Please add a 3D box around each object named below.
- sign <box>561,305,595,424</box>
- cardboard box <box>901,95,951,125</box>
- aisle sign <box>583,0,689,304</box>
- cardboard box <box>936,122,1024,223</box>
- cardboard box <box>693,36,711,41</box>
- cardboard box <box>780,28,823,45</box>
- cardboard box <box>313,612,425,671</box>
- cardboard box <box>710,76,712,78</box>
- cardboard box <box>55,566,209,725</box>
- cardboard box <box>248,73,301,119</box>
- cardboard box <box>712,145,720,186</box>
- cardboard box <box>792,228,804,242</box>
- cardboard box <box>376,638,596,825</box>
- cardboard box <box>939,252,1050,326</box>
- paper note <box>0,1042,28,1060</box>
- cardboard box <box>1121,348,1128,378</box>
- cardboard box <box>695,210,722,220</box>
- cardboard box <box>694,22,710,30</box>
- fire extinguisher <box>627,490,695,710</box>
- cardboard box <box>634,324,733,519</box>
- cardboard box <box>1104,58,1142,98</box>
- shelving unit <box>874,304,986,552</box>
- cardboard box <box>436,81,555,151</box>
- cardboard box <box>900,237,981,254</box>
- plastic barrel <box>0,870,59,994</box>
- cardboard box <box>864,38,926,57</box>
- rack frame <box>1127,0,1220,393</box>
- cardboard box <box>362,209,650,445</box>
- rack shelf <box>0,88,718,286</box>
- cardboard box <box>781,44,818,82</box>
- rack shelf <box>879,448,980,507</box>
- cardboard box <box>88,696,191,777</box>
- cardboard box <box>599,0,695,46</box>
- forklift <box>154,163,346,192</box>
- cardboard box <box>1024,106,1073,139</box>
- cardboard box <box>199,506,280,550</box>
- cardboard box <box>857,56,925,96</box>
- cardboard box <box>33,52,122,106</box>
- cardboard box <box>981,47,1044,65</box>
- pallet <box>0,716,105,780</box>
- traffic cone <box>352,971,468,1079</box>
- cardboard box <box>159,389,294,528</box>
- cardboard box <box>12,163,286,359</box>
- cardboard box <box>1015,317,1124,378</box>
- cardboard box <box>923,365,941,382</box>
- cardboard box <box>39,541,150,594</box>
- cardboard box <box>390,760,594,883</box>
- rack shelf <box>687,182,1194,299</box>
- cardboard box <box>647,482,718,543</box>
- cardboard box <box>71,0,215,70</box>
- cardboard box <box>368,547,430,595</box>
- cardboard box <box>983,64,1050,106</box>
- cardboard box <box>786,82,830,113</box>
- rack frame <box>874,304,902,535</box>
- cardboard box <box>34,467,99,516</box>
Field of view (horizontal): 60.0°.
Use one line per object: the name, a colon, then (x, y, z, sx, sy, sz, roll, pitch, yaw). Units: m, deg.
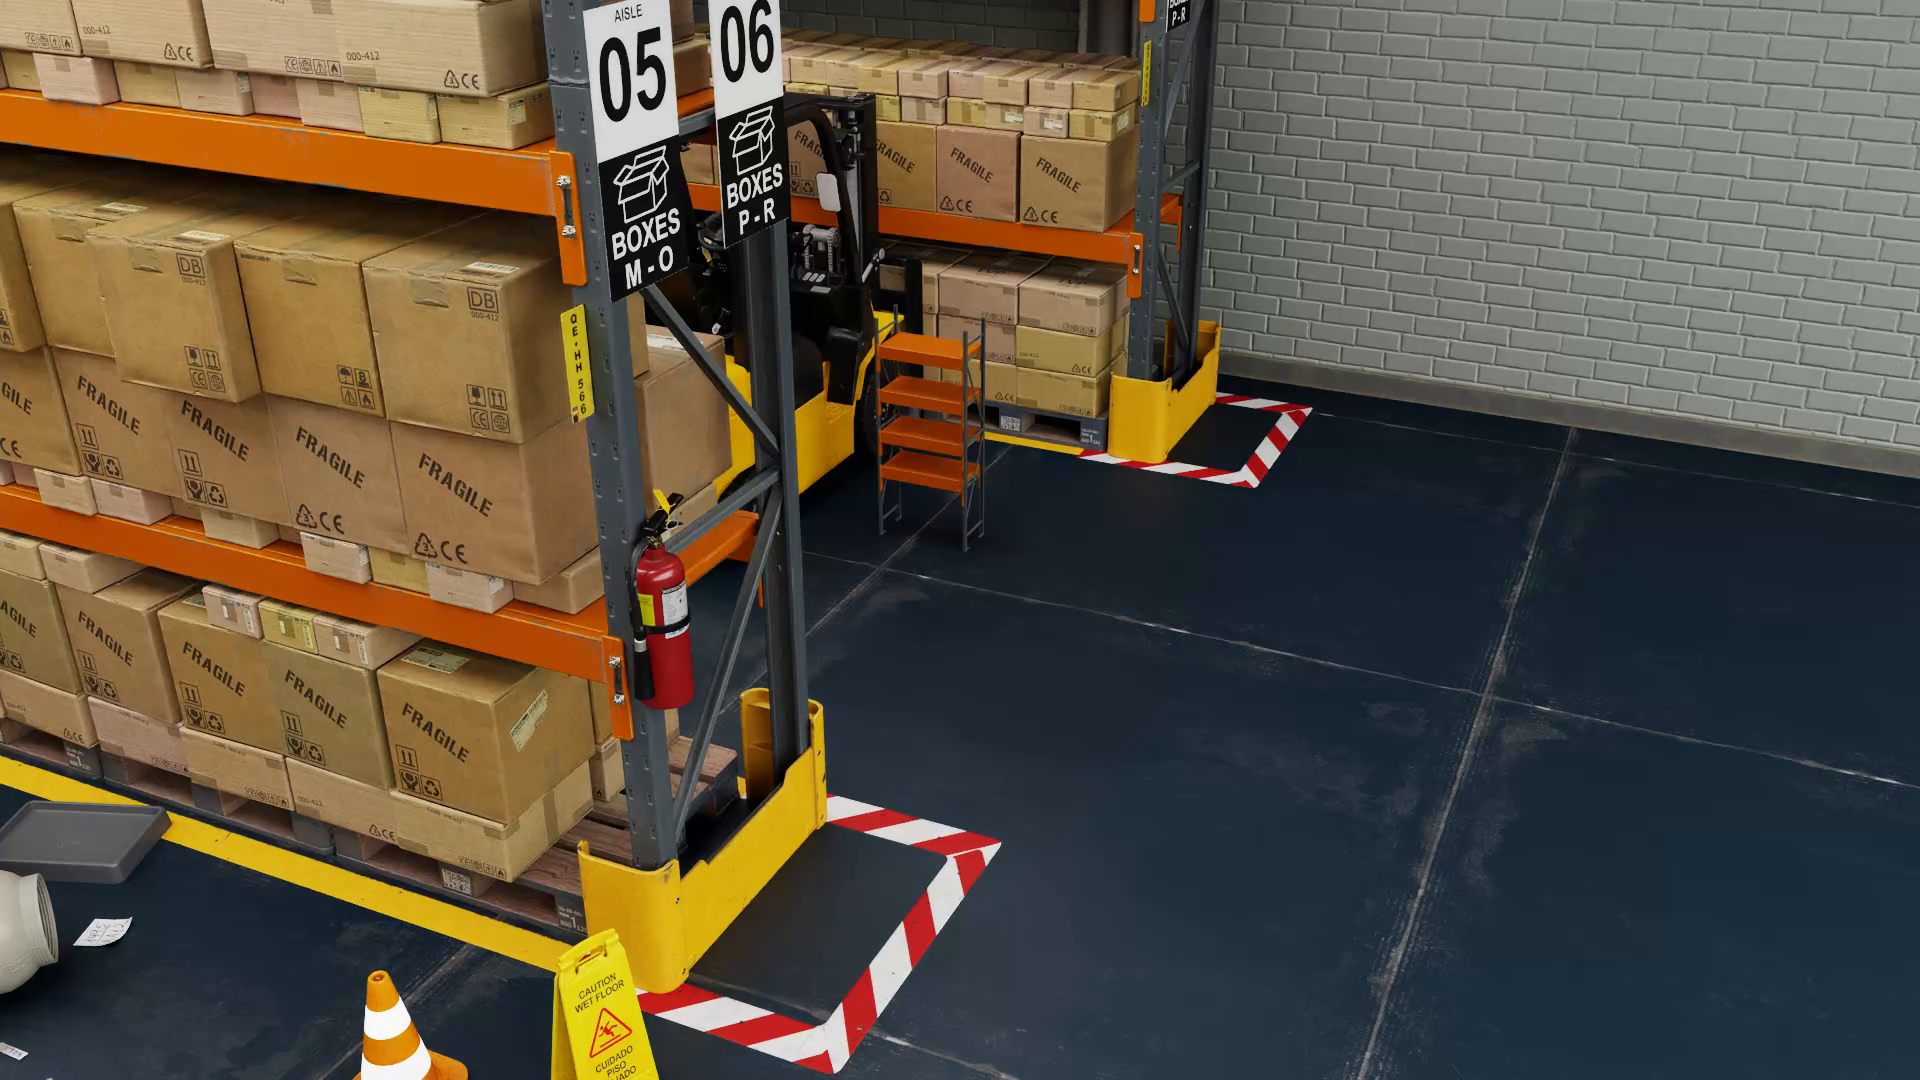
sign: (-1.077, -0.494, 4.689, 0.005, 0.325, 0.100, 11, 28, 22)
cardboard box: (-0.149, -2.522, 9.629, 0.250, 0.149, 0.380, 10, 28, 20)
aisle sign: (-0.893, -1.091, 4.627, 0.004, 0.787, 0.394, 11, 28, 22)
cardboard box: (0.197, -2.177, 9.662, 0.500, 0.500, 0.500, 12, 29, 23)
cardboard box: (-1.740, -3.018, 10.299, 0.250, 0.149, 0.380, 11, 28, 21)
cardboard box: (-1.064, -3.131, 10.530, 0.250, 0.149, 0.380, 11, 28, 21)
cardboard box: (-2.028, 0.283, 5.832, 0.250, 0.149, 0.380, 12, 29, 23)
cardboard box: (-1.559, -2.794, 10.182, 0.250, 0.149, 0.380, 12, 29, 23)
cardboard box: (-3.082, 0.330, 6.472, 0.500, 0.500, 0.500, 13, 29, 24)
cardboard box: (-1.941, -1.406, 5.098, 0.250, 0.149, 0.380, 12, 28, 22)
cardboard box: (-1.181, -2.458, 10.234, 0.500, 0.500, 0.500, 11, 28, 21)
cardboard box: (-1.190, -1.785, 10.486, 0.500, 0.250, 0.500, 12, 29, 24)
cardboard box: (-1.666, 0.615, 5.894, 0.500, 0.500, 0.500, 12, 28, 22)
cardboard box: (0.207, -1.502, 9.911, 0.500, 0.250, 0.500, 12, 29, 23)
paper note: (-3.072, 1.653, 5.380, 0.123, 0.001, 0.032, 11, 28, 22)
cardboard box: (0.856, -1.172, 10.373, 0.500, 0.250, 0.500, 11, 28, 22)
cardboard box: (-1.424, -2.085, 11.095, 0.500, 0.250, 0.500, 11, 28, 21)
cardboard box: (-1.792, -3.250, 10.772, 0.250, 0.149, 0.380, 11, 28, 20)
fire extinguisher: (-0.916, 0.188, 5.059, 0.183, 0.674, 0.296, 11, 28, 22)
cardboard box: (-1.145, -0.429, 5.775, 0.500, 0.500, 0.500, 11, 28, 21)
cardboard box: (1.005, -2.666, 9.584, 0.250, 0.149, 0.380, 11, 28, 21)
shelving unit: (-0.151, -0.569, 8.546, 0.503, 1.200, 0.258, 11, 28, 22)
cardboard box: (-1.270, -1.238, 4.758, 0.250, 0.149, 0.380, 11, 28, 22)
cardboard box: (-0.044, -1.802, 10.520, 0.500, 0.250, 0.500, 11, 28, 21)
plastic barrel: (-3.336, 1.334, 5.560, 0.512, 0.421, 0.421, -12, 29, -23)
cardboard box: (-0.391, -2.960, 10.182, 0.250, 0.149, 0.380, 12, 28, 22)
rack frame: (1.222, -2.049, 9.516, 0.127, 3.000, 1.000, 11, 28, 22)
cardboard box: (-1.384, -0.685, 5.164, 0.500, 0.500, 0.700, 11, 28, 21)
rack shelf: (-2.650, -1.441, 5.700, 4.000, 0.370, 1.077, 11, 28, 22)
cardboard box: (-1.046, -2.869, 9.996, 0.250, 0.149, 0.380, 11, 28, 22)
rack shelf: (-0.151, -0.330, 8.664, 0.480, 0.148, 0.258, 11, 28, 22)
cardboard box: (-3.070, 0.667, 6.637, 0.500, 0.250, 0.500, 11, 28, 21)
cardboard box: (-1.177, -1.664, 5.170, 0.500, 0.250, 0.500, 11, 28, 21)
forklift: (-3.228, -1.377, 8.229, 3.031, 2.935, 1.130, 11, 28, 21)
cardboard box: (0.546, -2.370, 9.321, 0.250, 0.149, 0.380, 12, 29, 23)
cardboard box: (-2.451, -0.128, 5.898, 0.250, 0.149, 0.380, 11, 28, 21)
cardboard box: (-0.394, -2.692, 9.638, 0.250, 0.149, 0.380, 12, 29, 23)
cardboard box: (-2.686, -1.501, 5.292, 0.250, 0.149, 0.380, 11, 28, 21)
cardboard box: (0.315, -2.821, 9.899, 0.250, 0.149, 0.380, 12, 28, 22)
pallet: (-3.844, 0.576, 7.342, 1.213, 0.211, 1.003, 11, 28, 22)
traffic cone: (-1.755, 1.526, 5.127, 0.334, 0.463, 0.336, 11, 28, 22)
cardboard box: (-2.345, -0.406, 5.728, 0.500, 0.500, 0.500, 11, 28, 22)
cardboard box: (-2.746, -0.980, 5.762, 0.500, 0.500, 0.700, 11, 28, 21)
cardboard box: (0.650, -1.191, 9.846, 0.500, 0.250, 0.500, 11, 28, 21)
cardboard box: (-0.237, -1.153, 10.333, 0.500, 0.250, 0.500, 12, 29, 22)
cardboard box: (-3.241, 0.039, 6.330, 0.250, 0.149, 0.380, 13, 29, 25)
cardboard box: (-1.698, 0.949, 6.065, 0.500, 0.250, 0.500, 11, 28, 22)
rack shelf: (-0.598, -2.092, 10.418, 4.000, 0.370, 1.077, 11, 28, 22)
cardboard box: (-1.053, -0.085, 5.812, 0.250, 0.149, 0.380, 11, 28, 22)
cardboard box: (-2.338, -1.635, 5.112, 0.500, 0.250, 0.500, 12, 29, 23)
cardboard box: (-1.759, 0.021, 5.597, 0.250, 0.149, 0.380, 11, 28, 21)
cardboard box: (0.322, -2.569, 9.387, 0.250, 0.149, 0.380, 12, 29, 23)
cardboard box: (-0.838, -2.662, 9.912, 0.250, 0.149, 0.380, 11, 28, 21)
rack frame: (-0.373, -0.613, 8.637, 0.015, 1.200, 0.240, 11, 28, 22)
cardboard box: (-3.156, -0.247, 6.140, 0.250, 0.149, 0.380, 12, 28, 22)
